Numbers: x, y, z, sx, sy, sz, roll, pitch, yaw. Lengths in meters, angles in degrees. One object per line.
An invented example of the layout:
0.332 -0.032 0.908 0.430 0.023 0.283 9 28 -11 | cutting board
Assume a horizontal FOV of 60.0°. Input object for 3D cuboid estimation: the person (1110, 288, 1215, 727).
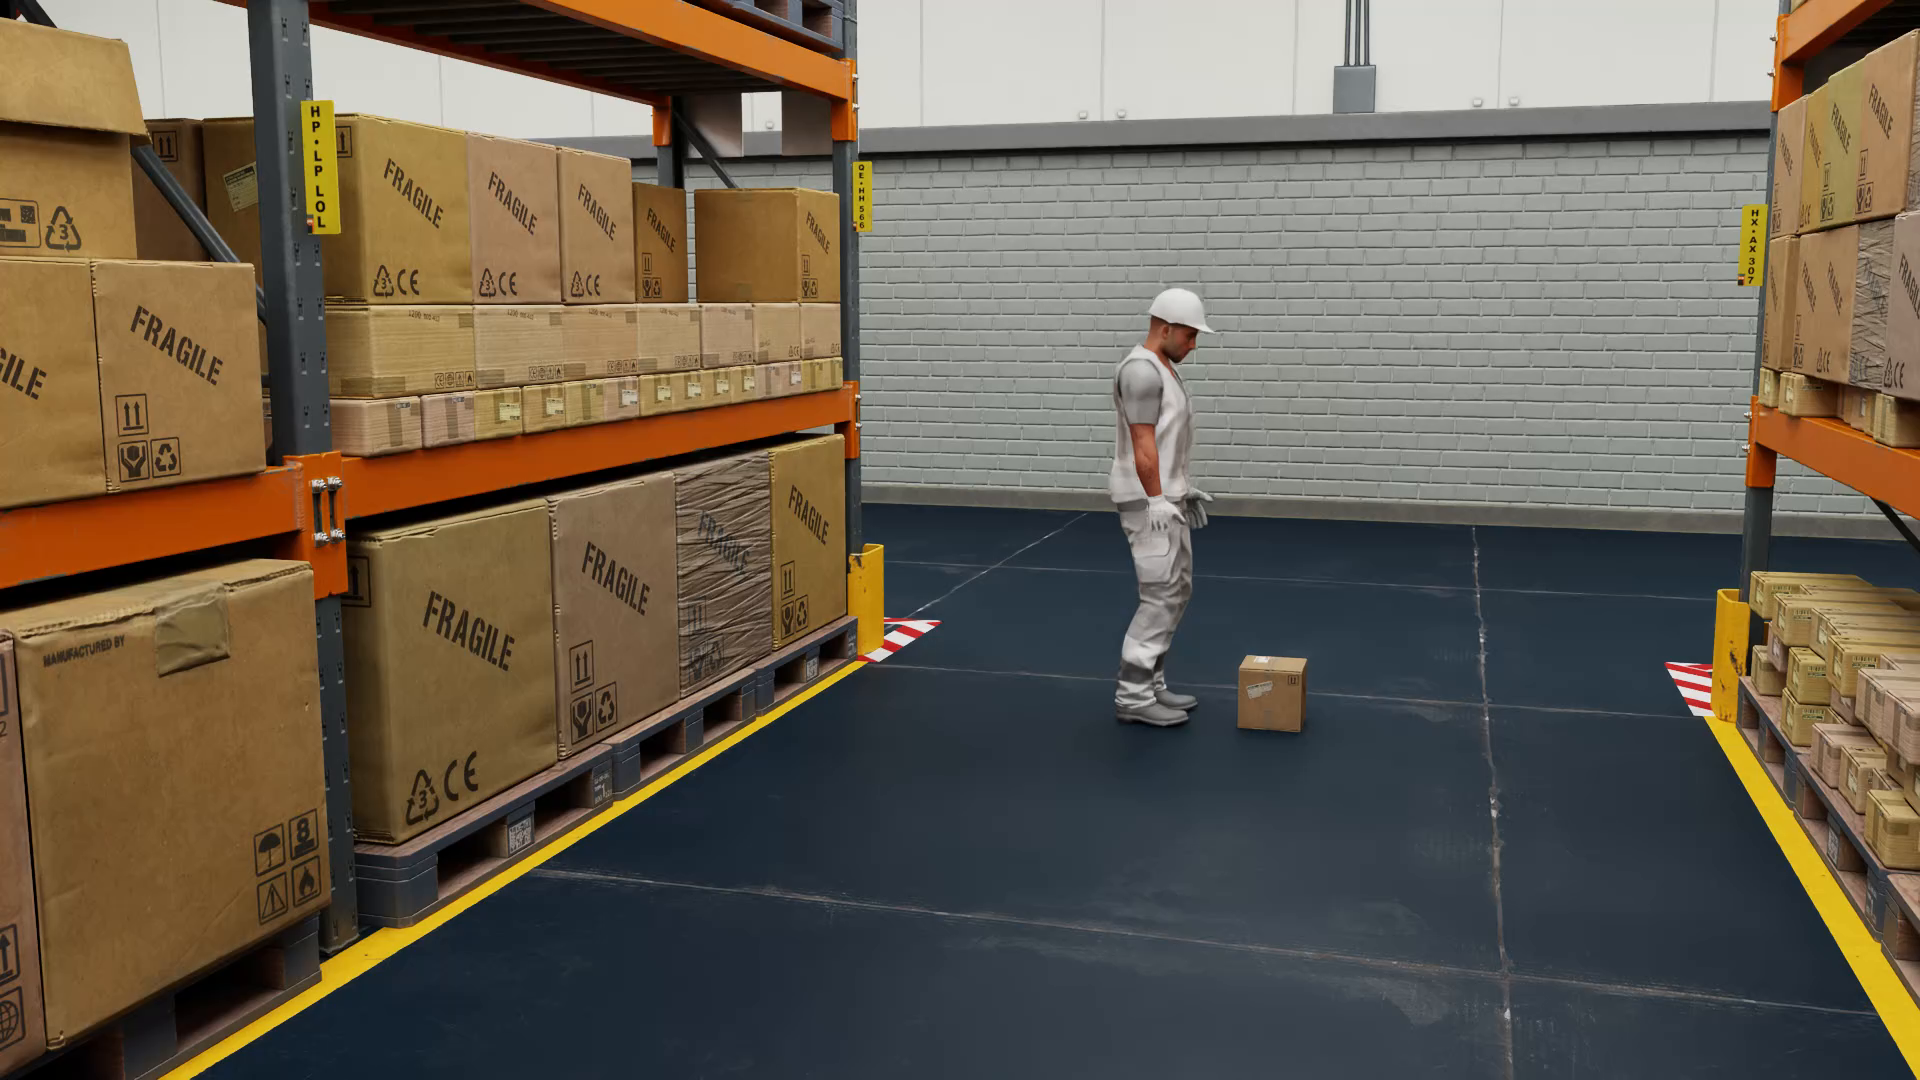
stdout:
0.830 -0.144 6.834 0.400 1.762 0.535 3 9 17 | person
